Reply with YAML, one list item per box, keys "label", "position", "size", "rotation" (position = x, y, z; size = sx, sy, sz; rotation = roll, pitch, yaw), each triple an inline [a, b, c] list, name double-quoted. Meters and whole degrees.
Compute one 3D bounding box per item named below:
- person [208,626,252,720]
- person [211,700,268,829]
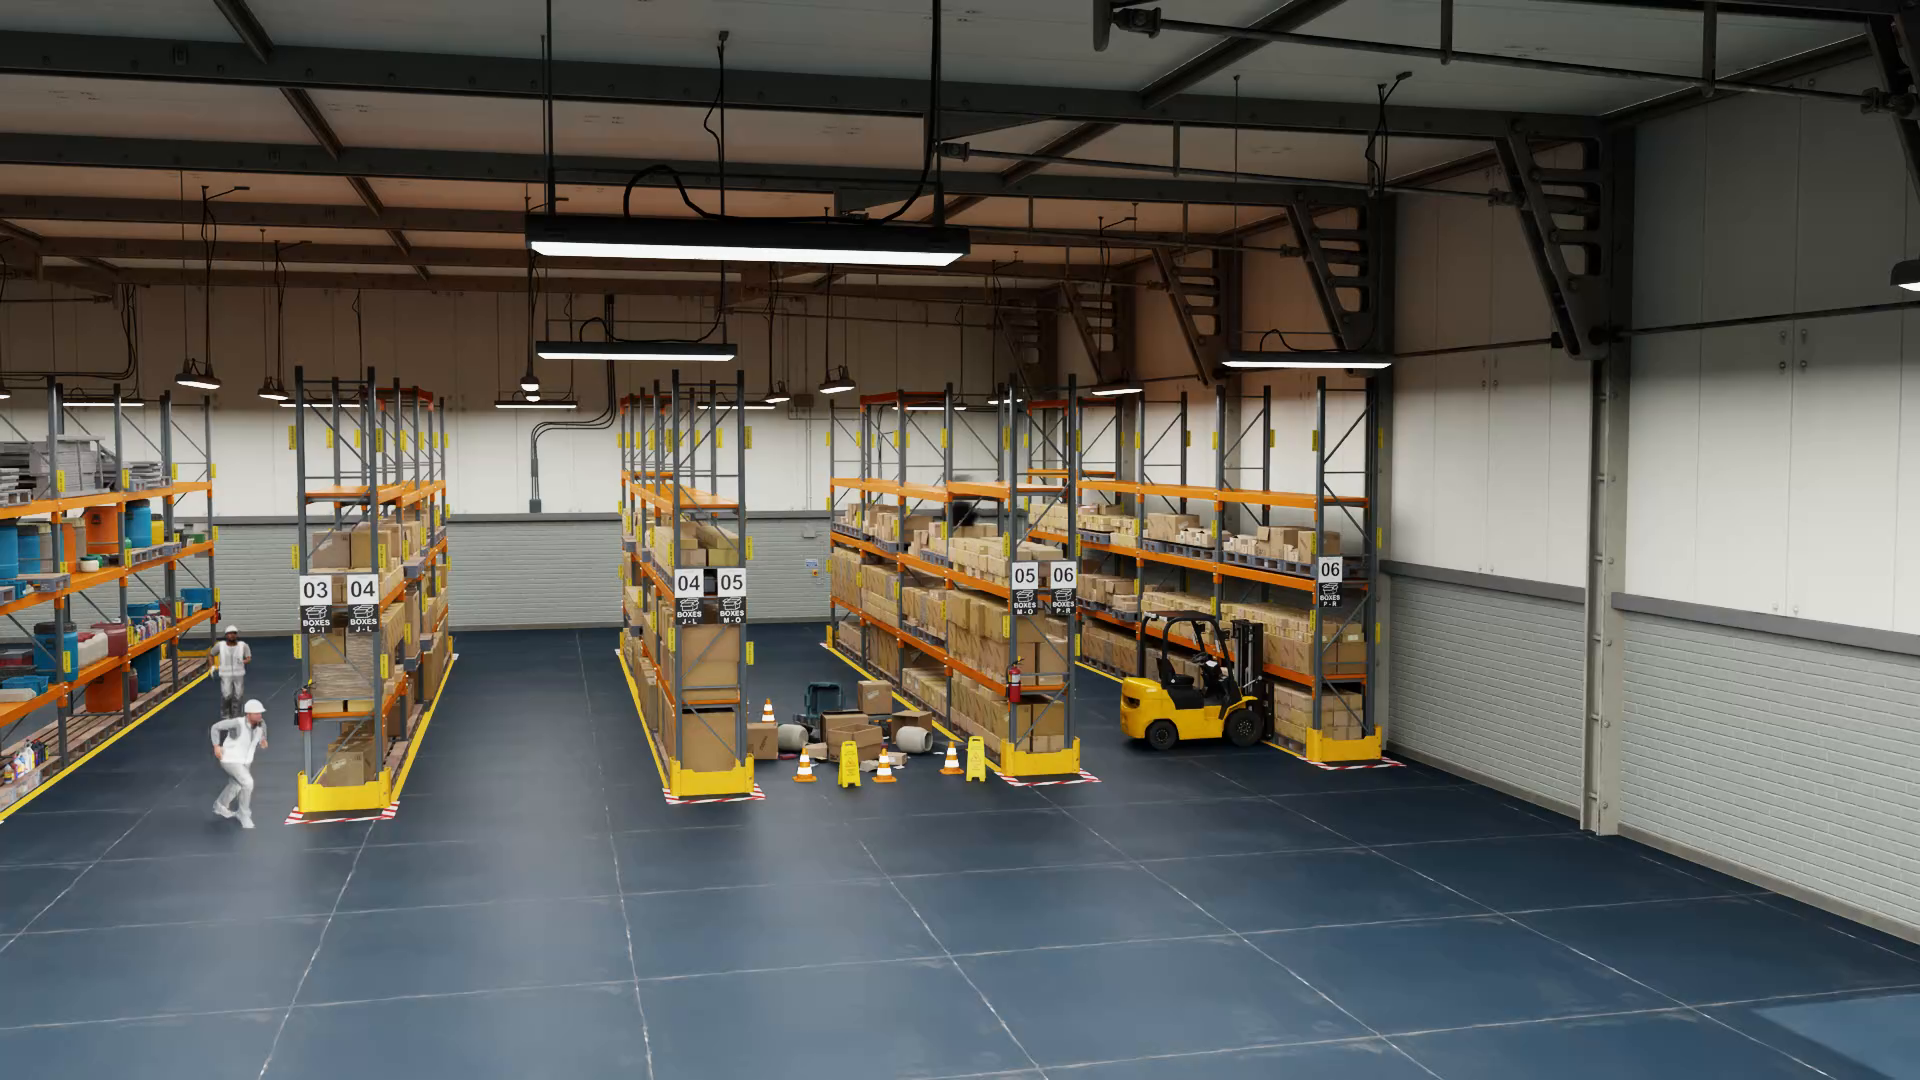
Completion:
- label: "person"
  position: [-12.671, 2.388, 28.919]
  size: [0.671, 1.791, 0.706]
  rotation: [-2, 4, -30]
- label: "person"
  position: [-9.396, 2.906, 21.591]
  size: [0.995, 1.717, 0.704]
  rotation: [2, 4, 29]
